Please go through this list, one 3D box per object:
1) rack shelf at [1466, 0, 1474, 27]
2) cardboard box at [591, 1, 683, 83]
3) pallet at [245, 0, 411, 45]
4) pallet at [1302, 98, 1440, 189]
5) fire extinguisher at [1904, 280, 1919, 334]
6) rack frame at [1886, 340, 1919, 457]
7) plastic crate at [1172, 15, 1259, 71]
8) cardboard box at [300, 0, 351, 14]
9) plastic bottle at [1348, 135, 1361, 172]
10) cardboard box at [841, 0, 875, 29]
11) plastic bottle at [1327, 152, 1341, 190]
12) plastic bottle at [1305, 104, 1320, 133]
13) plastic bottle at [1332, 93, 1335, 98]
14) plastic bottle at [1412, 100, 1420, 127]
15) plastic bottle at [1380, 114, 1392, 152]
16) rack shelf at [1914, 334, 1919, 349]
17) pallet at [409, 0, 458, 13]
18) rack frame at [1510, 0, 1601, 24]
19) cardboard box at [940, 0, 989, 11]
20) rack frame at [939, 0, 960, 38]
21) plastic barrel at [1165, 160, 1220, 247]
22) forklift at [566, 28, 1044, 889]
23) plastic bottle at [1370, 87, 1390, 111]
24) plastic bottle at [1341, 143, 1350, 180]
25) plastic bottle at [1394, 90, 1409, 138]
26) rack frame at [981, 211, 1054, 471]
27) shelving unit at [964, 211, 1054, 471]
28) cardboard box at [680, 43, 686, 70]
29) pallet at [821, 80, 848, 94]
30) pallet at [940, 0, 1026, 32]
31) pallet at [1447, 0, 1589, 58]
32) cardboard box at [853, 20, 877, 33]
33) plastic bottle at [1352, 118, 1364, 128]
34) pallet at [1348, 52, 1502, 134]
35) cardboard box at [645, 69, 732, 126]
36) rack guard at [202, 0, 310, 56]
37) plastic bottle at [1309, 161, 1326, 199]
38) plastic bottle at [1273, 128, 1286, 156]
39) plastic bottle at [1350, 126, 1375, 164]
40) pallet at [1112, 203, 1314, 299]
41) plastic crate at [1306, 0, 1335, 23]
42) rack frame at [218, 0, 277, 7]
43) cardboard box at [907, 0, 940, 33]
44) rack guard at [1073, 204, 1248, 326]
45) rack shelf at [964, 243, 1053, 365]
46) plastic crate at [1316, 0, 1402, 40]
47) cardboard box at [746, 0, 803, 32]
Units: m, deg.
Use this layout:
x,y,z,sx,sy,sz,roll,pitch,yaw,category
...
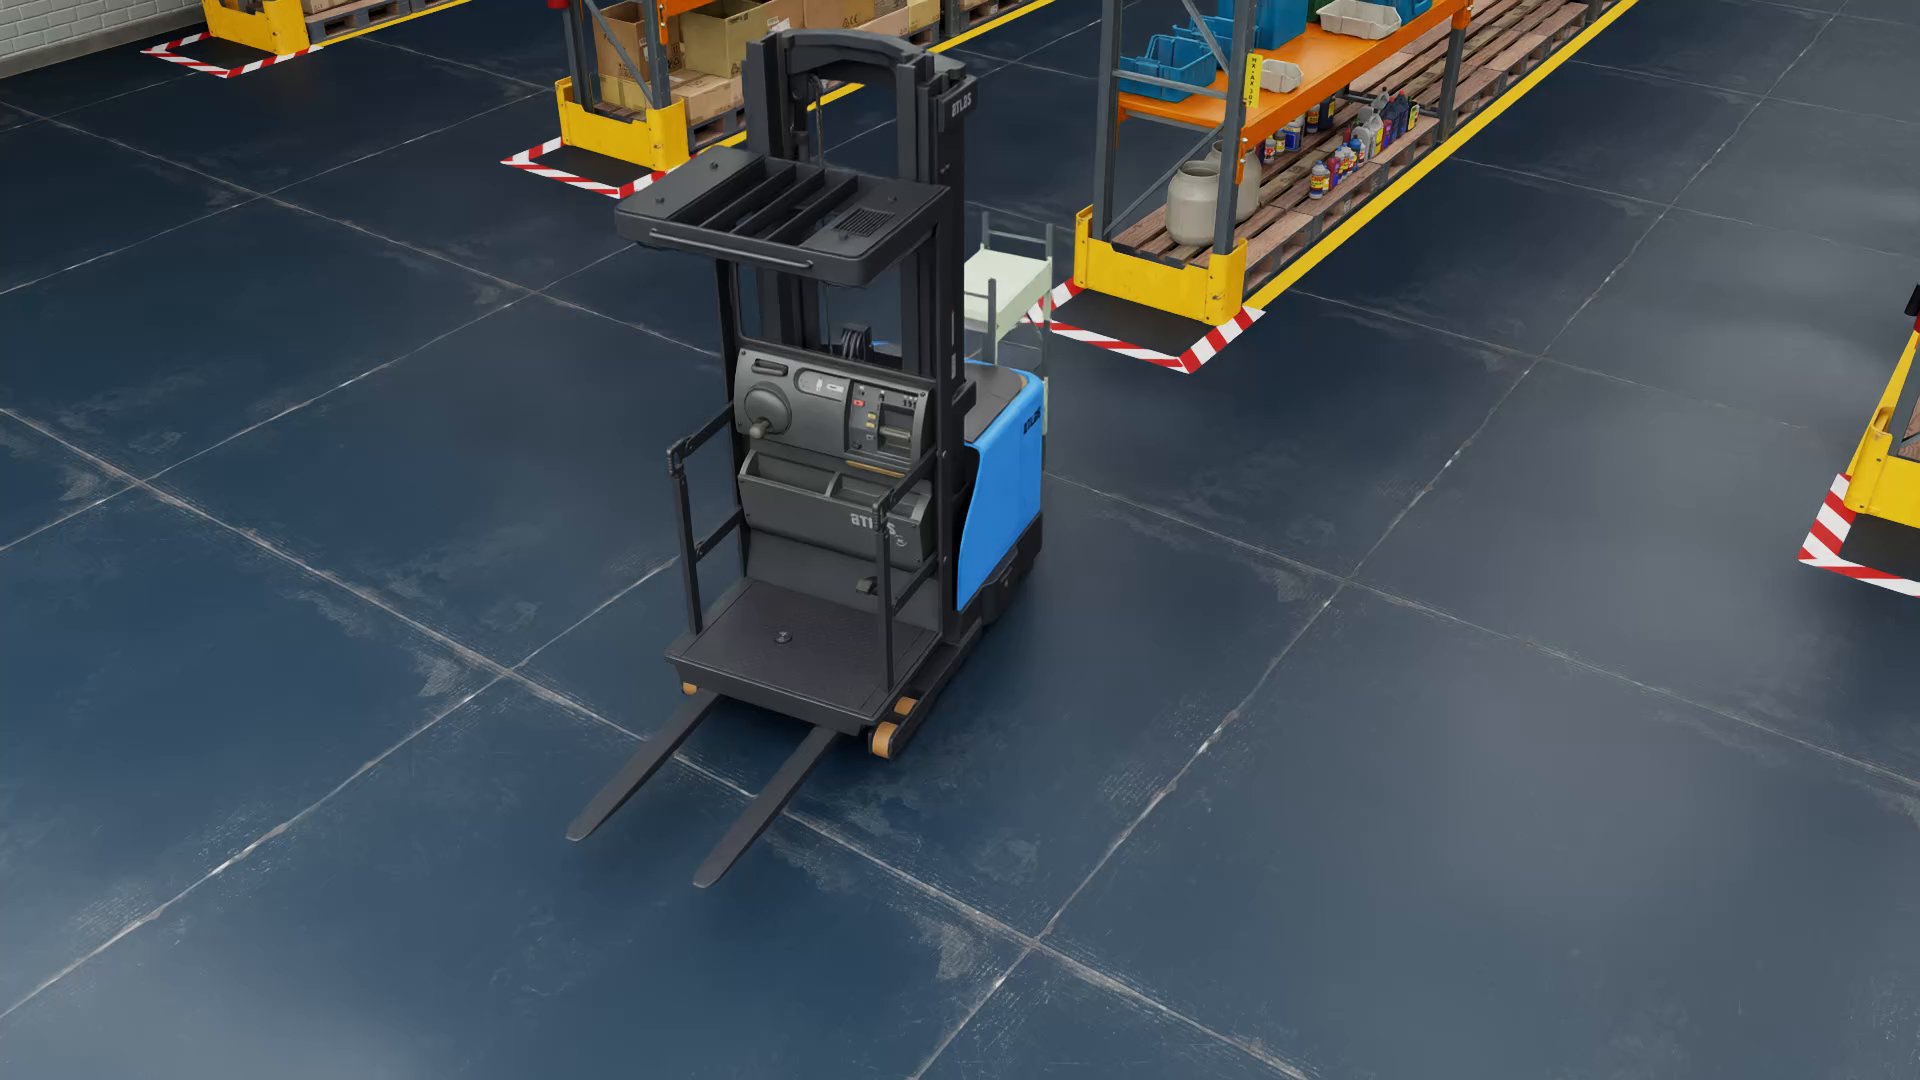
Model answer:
x,y,z,sx,sy,sz,roll,pitch,yaw,category
4.757,-5.327,14.767,1.077,0.370,4.000,21,39,28,rack shelf
-2.670,-4.135,13.773,0.500,0.500,0.500,21,39,28,cardboard box
-6.267,-5.271,16.531,1.003,0.211,1.213,21,39,28,pallet
3.199,-3.254,13.548,1.003,0.211,1.213,21,39,28,pallet
4.961,-1.344,8.305,0.296,0.674,0.183,21,39,28,fire extinguisher
5.405,-1.282,8.143,1.000,3.000,0.127,21,39,28,rack frame
1.750,-3.425,11.445,0.499,0.251,0.408,21,39,28,plastic crate
-6.335,-5.386,16.220,0.500,0.311,0.500,17,37,23,cardboard box
2.994,-2.948,12.649,0.097,0.271,0.097,0,34,0,plastic bottle
-1.112,-4.893,14.894,0.500,0.500,0.500,21,39,28,cardboard box
2.770,-2.754,12.352,0.061,0.283,0.133,22,40,29,plastic bottle
2.832,-3.412,13.337,0.097,0.271,0.097,0,34,0,plastic bottle
3.001,-3.564,13.550,0.061,0.283,0.133,21,39,28,plastic bottle
3.666,-3.461,13.471,0.097,0.201,0.097,0,34,0,plastic bottle
3.318,-3.196,13.007,0.061,0.283,0.133,24,41,31,plastic bottle
6.545,-1.904,9.706,1.077,0.370,4.000,21,39,28,rack shelf
-5.571,-5.830,17.358,1.003,0.211,1.213,21,39,28,pallet
5.897,-6.545,15.927,1.000,3.000,0.127,21,39,28,rack frame
-0.017,-5.430,16.357,0.500,0.250,0.500,20,39,27,cardboard box
-0.451,-6.288,15.547,1.000,3.000,0.127,21,39,28,rack frame
1.648,-2.334,11.546,0.421,0.512,0.421,0,34,0,plastic barrel
-0.655,-0.512,7.066,1.130,2.935,3.031,15,37,21,forklift
3.368,-3.447,13.317,0.144,0.351,0.185,21,39,28,plastic bottle
2.878,-2.854,12.512,0.097,0.271,0.097,0,34,0,plastic bottle
3.486,-3.401,13.249,0.144,0.351,0.185,20,39,27,plastic bottle
0.305,-1.071,9.170,0.400,1.500,0.023,15,37,21,rack frame
0.149,-0.885,8.896,0.431,1.500,0.755,15,37,21,shelving unit
-2.393,-4.058,14.328,0.500,0.250,0.500,21,39,28,cardboard box
-1.634,-4.217,14.973,1.003,0.211,1.213,21,39,28,pallet
-0.063,-5.485,16.848,1.003,0.211,1.213,21,39,28,pallet
5.424,-5.046,16.199,1.003,0.211,1.213,21,39,28,pallet
-1.102,-4.578,15.098,0.500,0.250,0.500,21,39,28,cardboard box
3.094,-3.157,12.948,0.061,0.283,0.133,21,39,28,plastic bottle
4.032,-3.923,14.538,1.003,0.211,1.213,21,39,28,pallet
-2.243,-3.658,13.737,0.500,0.250,0.500,21,39,28,cardboard box
-6.760,-5.028,15.914,1.175,0.500,0.348,21,39,28,rack guard
2.625,-2.651,12.210,0.097,0.271,0.097,0,34,0,plastic bottle
2.483,-3.102,12.940,0.097,0.201,0.097,0,34,0,plastic bottle
3.097,-3.060,12.811,0.152,0.276,0.135,22,40,29,plastic bottle
1.808,-2.131,11.888,1.003,0.211,1.213,21,39,28,pallet
2.611,-4.082,12.473,0.450,0.188,0.662,21,39,28,plastic crate
-6.803,-6.028,15.162,1.000,3.000,0.127,21,39,28,rack frame
-0.536,-5.040,15.781,0.500,0.250,0.500,21,39,28,cardboard box
1.340,-1.878,11.257,1.175,0.500,0.348,21,39,28,rack guard
0.149,-1.208,8.677,0.431,0.370,0.720,15,37,21,rack shelf
2.899,-3.767,12.054,0.530,0.136,0.437,21,39,28,plastic crate
-1.685,-4.434,14.215,0.500,0.500,0.500,21,39,28,cardboard box
